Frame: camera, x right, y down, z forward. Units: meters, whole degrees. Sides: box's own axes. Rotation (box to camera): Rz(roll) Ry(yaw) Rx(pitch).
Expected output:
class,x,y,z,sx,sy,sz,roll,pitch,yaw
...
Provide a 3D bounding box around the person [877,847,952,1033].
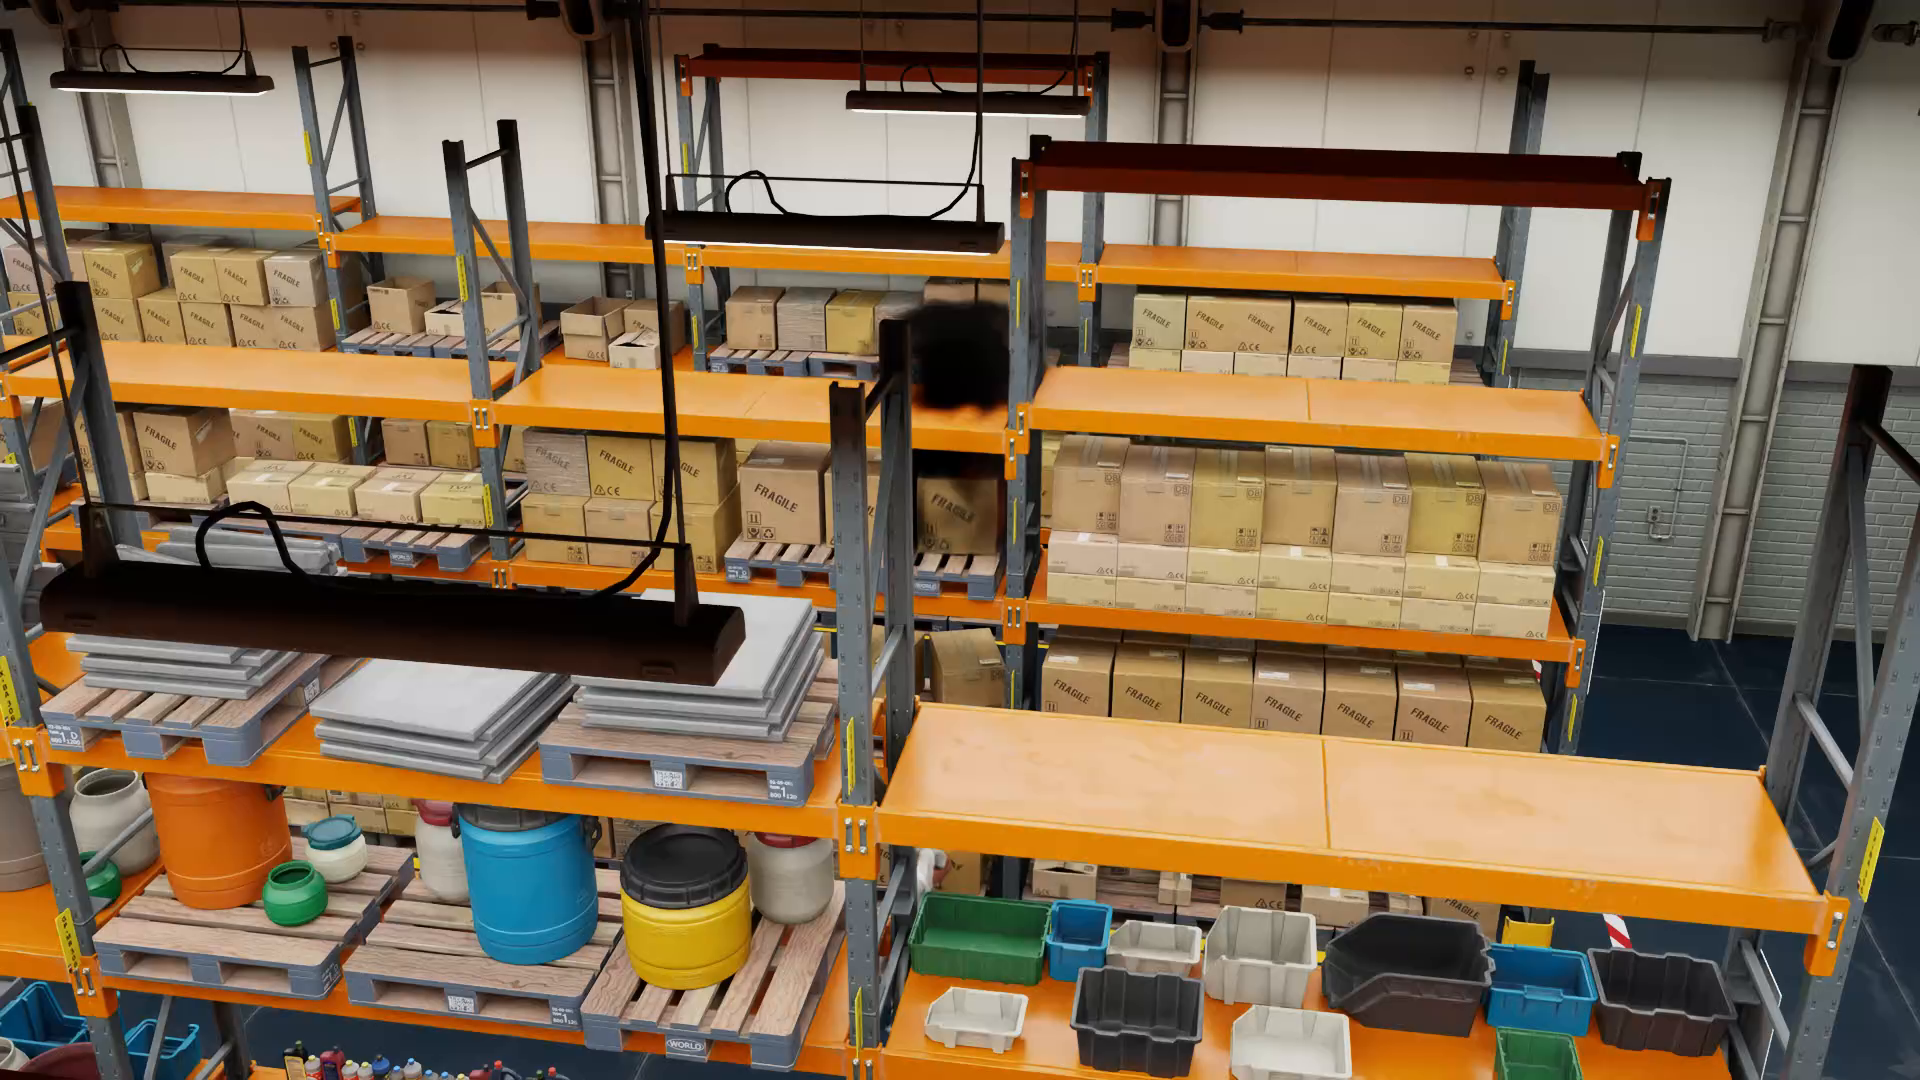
class,x,y,z,sx,sy,sz,roll,pitch,yaw
person,-0.342,2.764,11.620,0.760,1.853,0.667,-1,23,-1
